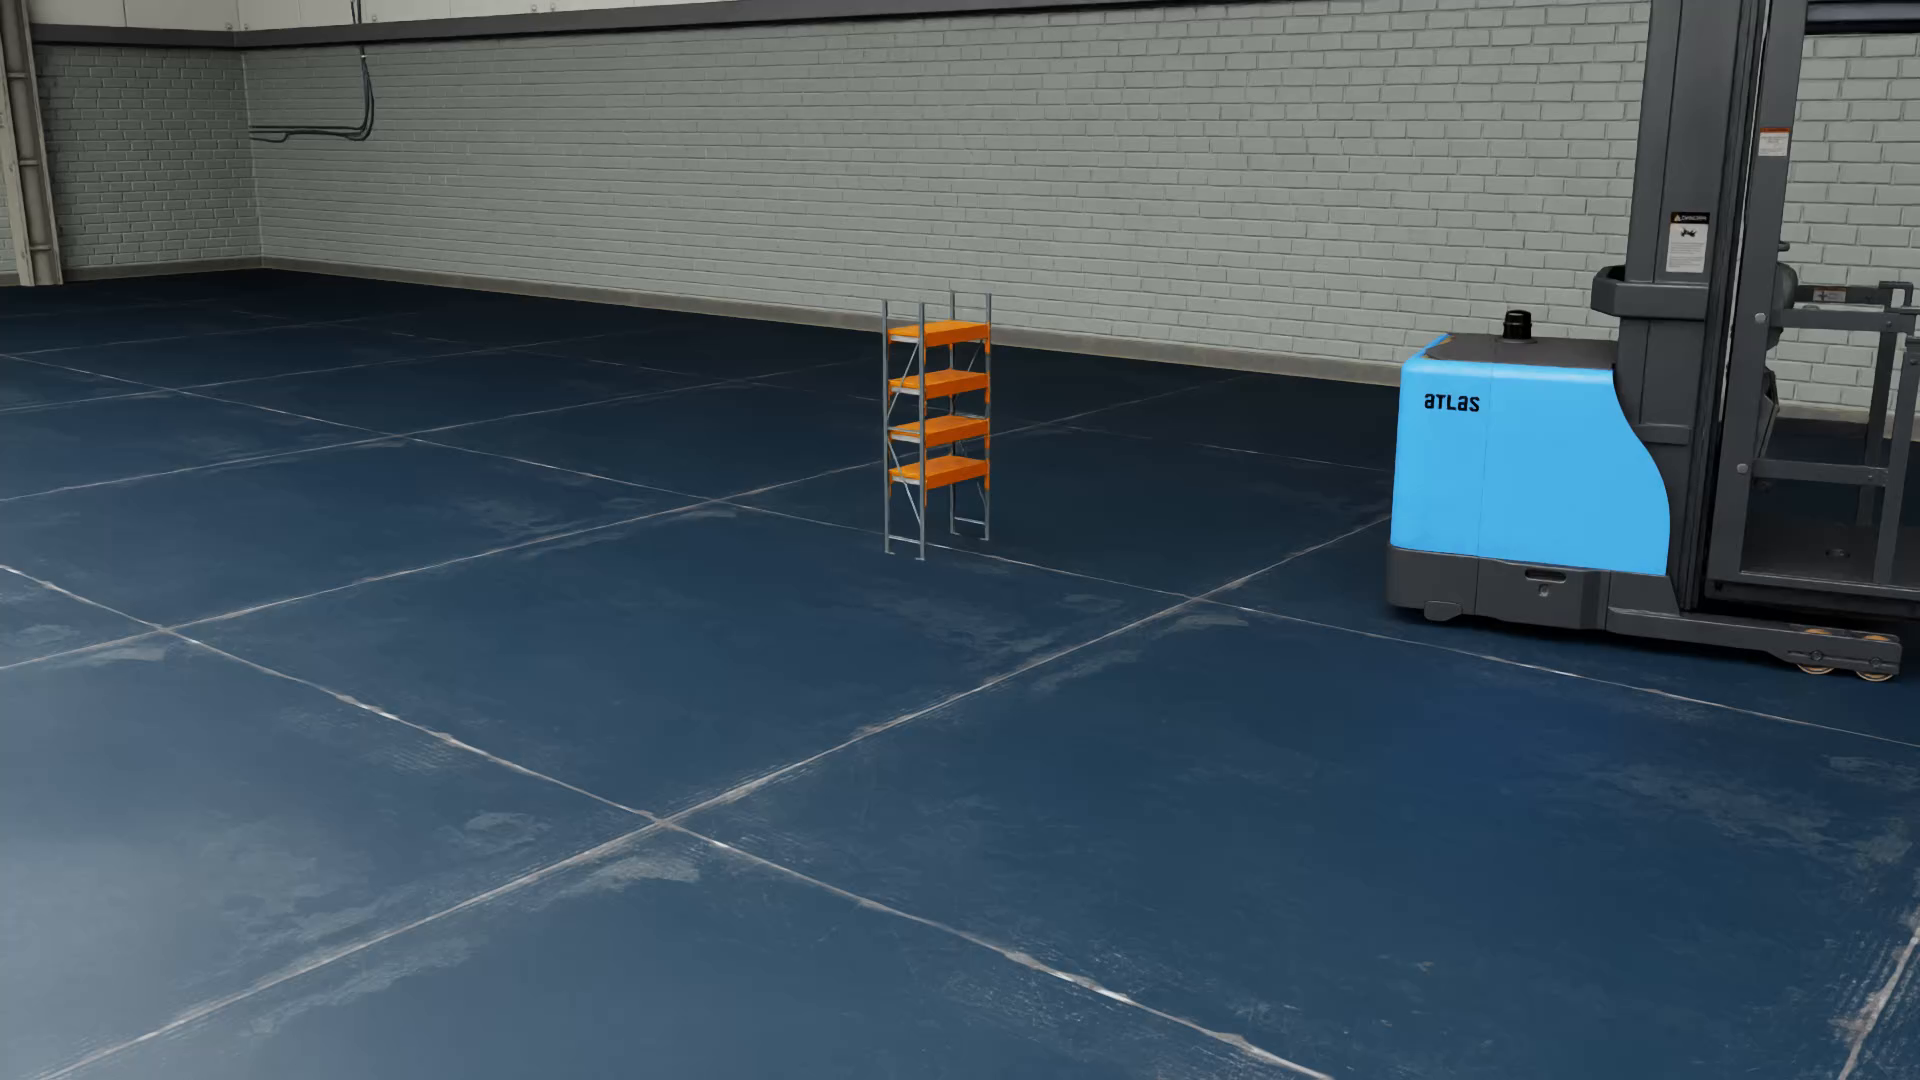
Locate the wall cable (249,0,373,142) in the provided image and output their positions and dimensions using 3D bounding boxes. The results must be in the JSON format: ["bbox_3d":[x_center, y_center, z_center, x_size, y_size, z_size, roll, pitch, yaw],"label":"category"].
[{"bbox_3d":[-8.471,-6.374,21.244,3.097,2.526,0.112,11,18,38],"label":"wall cable"}]

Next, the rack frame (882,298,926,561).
[{"bbox_3d":[-0.257,-0.503,7.666,0.240,1.200,0.015,11,18,38],"label":"rack frame"}]

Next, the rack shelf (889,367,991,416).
[{"bbox_3d":[-0.104,-0.701,7.812,0.258,0.148,0.480,11,18,38],"label":"rack shelf"}]

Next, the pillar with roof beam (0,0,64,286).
[{"bbox_3d":[-8.002,-6.853,16.824,9.100,9.000,0.400,11,18,38],"label":"pillar with roof beam"}]

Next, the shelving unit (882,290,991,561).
[{"bbox_3d":[-0.104,-0.550,7.850,0.258,1.200,0.503,11,18,38],"label":"shelving unit"}]

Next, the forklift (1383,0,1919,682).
[{"bbox_3d":[3.307,-1.051,6.309,3.031,2.935,1.130,6,16,24],"label":"forklift"}]

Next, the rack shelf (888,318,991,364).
[{"bbox_3d":[-0.104,-0.931,7.754,0.258,0.148,0.480,11,18,38],"label":"rack shelf"}]

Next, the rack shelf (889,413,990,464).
[{"bbox_3d":[-0.104,-0.485,7.867,0.258,0.148,0.480,11,18,38],"label":"rack shelf"}]

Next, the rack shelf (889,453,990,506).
[{"bbox_3d":[-0.104,-0.292,7.916,0.258,0.148,0.480,11,18,38],"label":"rack shelf"}]

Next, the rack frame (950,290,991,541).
[{"bbox_3d":[0.049,-0.597,8.034,0.240,1.200,0.015,11,18,38],"label":"rack frame"}]
